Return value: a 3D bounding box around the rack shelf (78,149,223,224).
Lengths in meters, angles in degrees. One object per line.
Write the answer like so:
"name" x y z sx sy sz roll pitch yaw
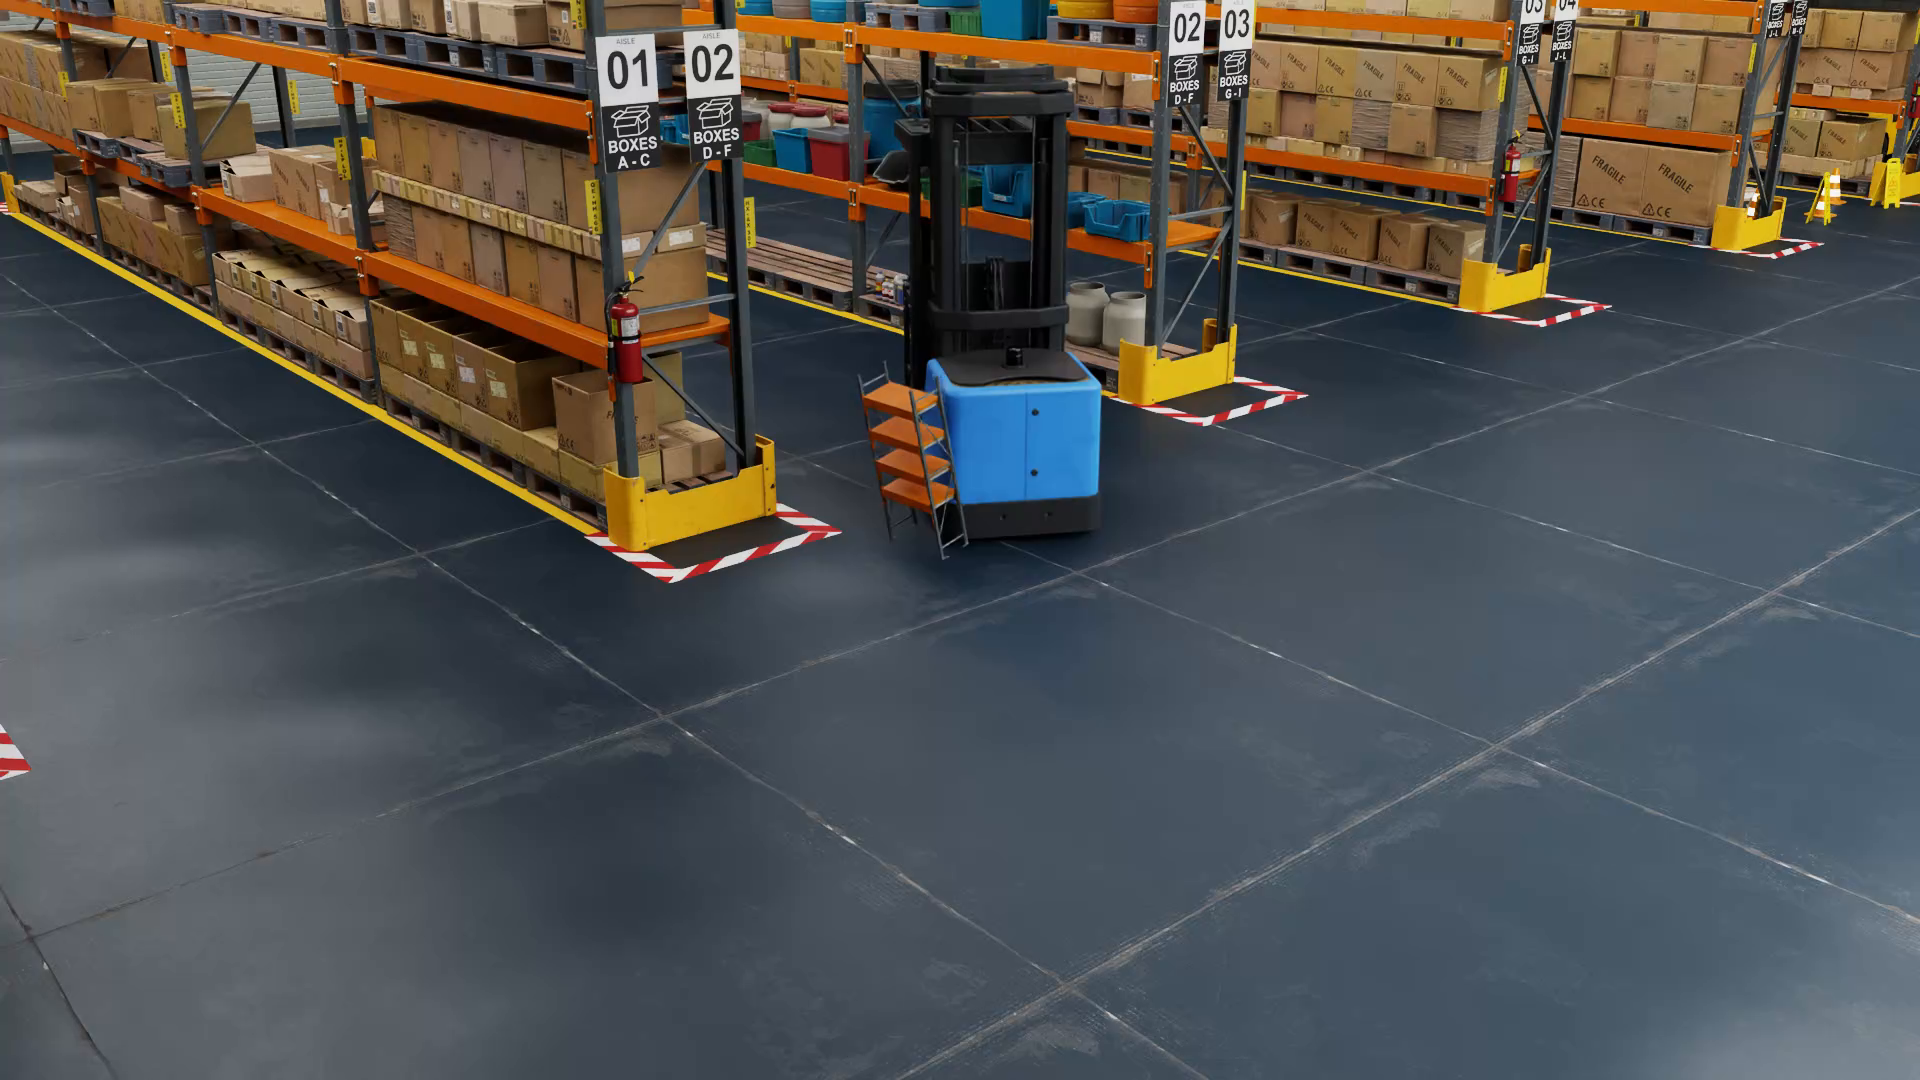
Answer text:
"rack shelf" -8.336 -3.932 17.896 1.077 0.370 4.000 -17 27 -37

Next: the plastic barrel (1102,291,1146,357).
"plastic barrel" 1.459 -1.883 14.513 0.421 0.512 0.421 0 21 0

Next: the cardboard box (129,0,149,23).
"cardboard box" -7.673 -5.411 16.435 0.910 0.500 0.500 -17 27 -37

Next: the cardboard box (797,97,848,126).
"cardboard box" -1.701 -6.211 25.065 1.225 0.875 0.875 -17 27 -37

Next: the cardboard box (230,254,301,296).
"cardboard box" -6.561 -2.533 15.763 0.500 0.311 0.500 -18 28 -39

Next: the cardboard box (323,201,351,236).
"cardboard box" -5.132 -2.746 14.065 0.396 0.266 0.258 -18 28 -39

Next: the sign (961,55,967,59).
"sign" 0.059 -6.477 21.821 0.100 0.325 0.005 -17 27 -37

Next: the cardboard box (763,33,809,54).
"cardboard box" -2.637 -7.658 25.192 0.500 0.500 0.500 -16 27 -36

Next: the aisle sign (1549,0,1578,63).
"aisle sign" 5.967 -5.126 16.393 0.394 0.787 0.004 -17 27 -37

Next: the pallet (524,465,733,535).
"pallet" -2.339 -0.407 11.733 1.003 0.211 1.213 -17 27 -37

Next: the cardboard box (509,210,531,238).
"cardboard box" -2.875 -2.198 11.456 0.380 0.149 0.250 -16 27 -36

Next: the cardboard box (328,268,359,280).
"cardboard box" -5.505 -2.383 15.381 0.500 0.311 0.500 -17 27 -36

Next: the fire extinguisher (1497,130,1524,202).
"fire extinguisher" 5.425 -3.684 16.382 0.296 0.674 0.183 -17 27 -37

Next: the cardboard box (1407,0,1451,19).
"cardboard box" 4.864 -5.398 16.745 0.500 0.250 0.500 -17 27 -37

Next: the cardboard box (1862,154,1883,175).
"cardboard box" 12.890 -5.424 23.914 0.500 0.250 0.500 -18 28 -38

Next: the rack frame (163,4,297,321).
"rack frame" -7.030 -3.714 16.354 1.000 3.000 0.127 -17 27 -37

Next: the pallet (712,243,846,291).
"pallet" -2.007 -3.034 18.440 1.003 0.211 1.213 -17 27 -37

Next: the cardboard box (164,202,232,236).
"cardboard box" -7.858 -3.321 17.147 0.500 0.250 0.500 -16 27 -35

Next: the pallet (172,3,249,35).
"pallet" -6.519 -4.857 15.417 1.213 0.211 1.003 -16 26 -35

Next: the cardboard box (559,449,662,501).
"cardboard box" -2.382 -0.497 11.334 0.500 0.250 0.500 -17 27 -37

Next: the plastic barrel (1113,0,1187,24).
"plastic barrel" 1.533 -4.578 13.282 0.600 0.830 0.708 -17 27 -37

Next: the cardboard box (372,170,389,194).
"cardboard box" -4.390 -2.837 13.088 0.380 0.149 0.250 -18 27 -38

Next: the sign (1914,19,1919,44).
"sign" 12.773 -6.780 22.160 0.100 0.325 0.005 -17 27 -37

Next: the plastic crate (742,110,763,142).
"plastic crate" -2.452 -4.403 18.024 0.402 0.464 0.583 -17 27 -37

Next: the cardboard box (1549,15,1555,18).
"cardboard box" 9.463 -8.060 26.328 0.500 0.500 0.500 -16 27 -36

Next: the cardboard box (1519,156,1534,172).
"cardboard box" 5.694 -3.880 17.121 0.380 0.149 0.250 -17 27 -37

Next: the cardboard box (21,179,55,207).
"cardboard box" -11.786 -4.493 21.509 0.500 0.250 0.500 -17 27 -37

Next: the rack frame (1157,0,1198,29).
"rack frame" 1.947 -5.475 12.624 1.000 3.000 0.127 -17 27 -37

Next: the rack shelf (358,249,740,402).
"rack shelf" -3.114 -1.721 12.253 1.077 0.370 4.000 -17 27 -37

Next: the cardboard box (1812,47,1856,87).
"cardboard box" 12.320 -6.629 23.251 0.500 0.500 0.500 -17 27 -37

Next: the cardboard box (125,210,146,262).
"cardboard box" -8.833 -3.384 18.335 0.500 0.500 0.500 -17 27 -37

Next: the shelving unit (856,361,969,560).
"shelving unit" -0.296 -0.501 10.573 0.258 1.200 0.503 -32 36 -33

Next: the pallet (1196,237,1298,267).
"pallet" 3.553 -3.491 19.607 1.003 0.211 1.213 -17 27 -37

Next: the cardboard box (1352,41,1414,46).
"cardboard box" 4.567 -5.143 18.085 0.500 0.500 0.500 -17 27 -37

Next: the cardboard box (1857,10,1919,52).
"cardboard box" 12.708 -6.960 22.725 0.700 0.500 0.500 -18 28 -39

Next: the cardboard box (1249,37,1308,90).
"cardboard box" 3.517 -5.294 18.472 0.500 0.500 0.500 -17 27 -37

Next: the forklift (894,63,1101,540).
"forklift" 0.150 -1.870 11.741 1.130 2.935 3.031 -4 22 -10

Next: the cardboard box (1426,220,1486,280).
"cardboard box" 5.304 -3.069 17.559 0.500 0.500 0.500 -12 24 -28

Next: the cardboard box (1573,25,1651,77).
"cardboard box" 8.174 -6.131 20.838 0.875 0.550 0.500 -17 27 -37

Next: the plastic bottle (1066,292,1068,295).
"plastic bottle" 0.999 -2.192 15.604 0.097 0.271 0.097 0 21 0

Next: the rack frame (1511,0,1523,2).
"rack frame" 5.699 -6.654 15.635 1.000 3.000 0.127 -17 27 -37

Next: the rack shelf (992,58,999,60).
"rack shelf" 0.384 -8.547 29.679 1.077 0.370 4.000 -17 27 -37

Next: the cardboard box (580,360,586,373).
"cardboard box" -2.654 -1.242 12.209 0.500 0.500 0.500 -17 27 -37

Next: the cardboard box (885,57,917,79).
"cardboard box" -0.695 -6.477 23.271 0.500 0.500 0.500 -19 28 -39

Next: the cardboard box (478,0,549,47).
"cardboard box" -2.760 -3.347 10.741 0.500 0.250 0.500 -17 27 -37

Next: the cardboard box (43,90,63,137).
"cardboard box" -10.499 -5.085 19.717 0.500 0.500 0.500 -17 27 -36

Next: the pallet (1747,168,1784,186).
"pallet" 11.861 -5.513 24.769 1.003 0.211 1.213 -17 27 -37

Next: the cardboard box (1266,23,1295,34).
"cardboard box" 4.917 -7.470 24.436 0.700 0.500 0.500 -18 28 -38

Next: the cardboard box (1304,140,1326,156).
"cardboard box" 3.990 -4.307 18.212 0.380 0.149 0.250 -17 27 -37

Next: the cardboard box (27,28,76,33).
"cardboard box" -11.753 -6.379 21.649 0.500 0.500 0.500 -18 28 -38

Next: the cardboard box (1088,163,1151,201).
"cardboard box" 2.041 -4.473 21.115 0.500 0.500 0.700 20 29 41

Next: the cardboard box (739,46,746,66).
"cardboard box" -3.294 -7.588 26.042 0.500 0.250 0.500 -17 27 -36

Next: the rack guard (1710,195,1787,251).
"rack guard" 9.538 -3.843 20.111 1.175 0.500 0.348 -17 27 -37

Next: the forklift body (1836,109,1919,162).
"forklift body" 14.345 -7.097 26.155 2.313 2.155 1.214 -17 27 -37

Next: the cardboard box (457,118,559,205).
"cardboard box" -3.142 -2.723 11.906 0.700 0.500 0.500 -17 27 -37

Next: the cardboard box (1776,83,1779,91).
"cardboard box" 11.817 -6.583 24.022 0.380 0.149 0.250 -17 27 -37

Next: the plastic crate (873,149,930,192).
"plastic crate" -0.419 -3.583 16.105 0.767 0.338 0.504 -17 27 -37
